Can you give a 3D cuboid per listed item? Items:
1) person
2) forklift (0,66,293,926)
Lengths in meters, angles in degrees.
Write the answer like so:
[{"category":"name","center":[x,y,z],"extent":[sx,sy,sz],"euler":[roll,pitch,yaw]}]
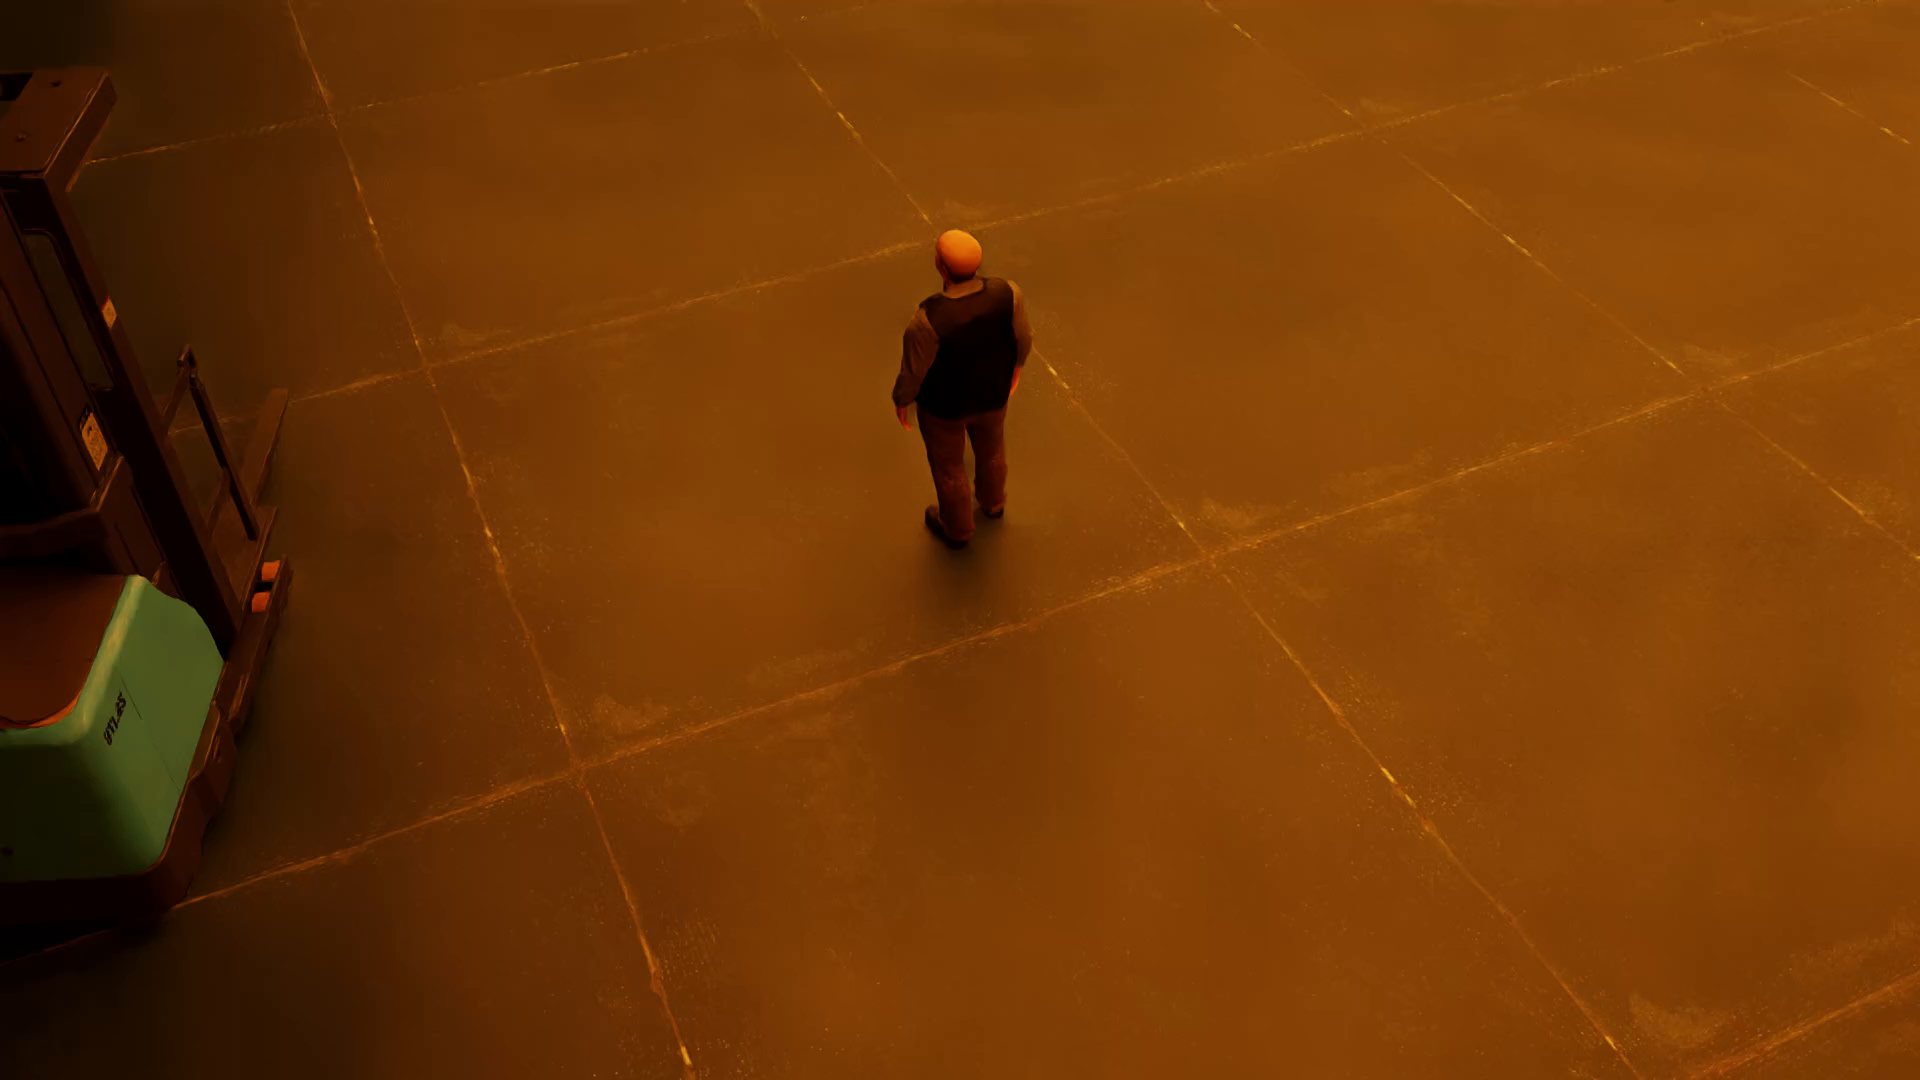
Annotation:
[{"category":"person","center":[-0.019,-0.675,7.280],"extent":[0.632,1.720,0.567],"euler":[-18,46,-18]},{"category":"forklift","center":[-3.573,-0.620,6.345],"extent":[1.130,2.935,3.031],"euler":[-3,43,-4]}]
